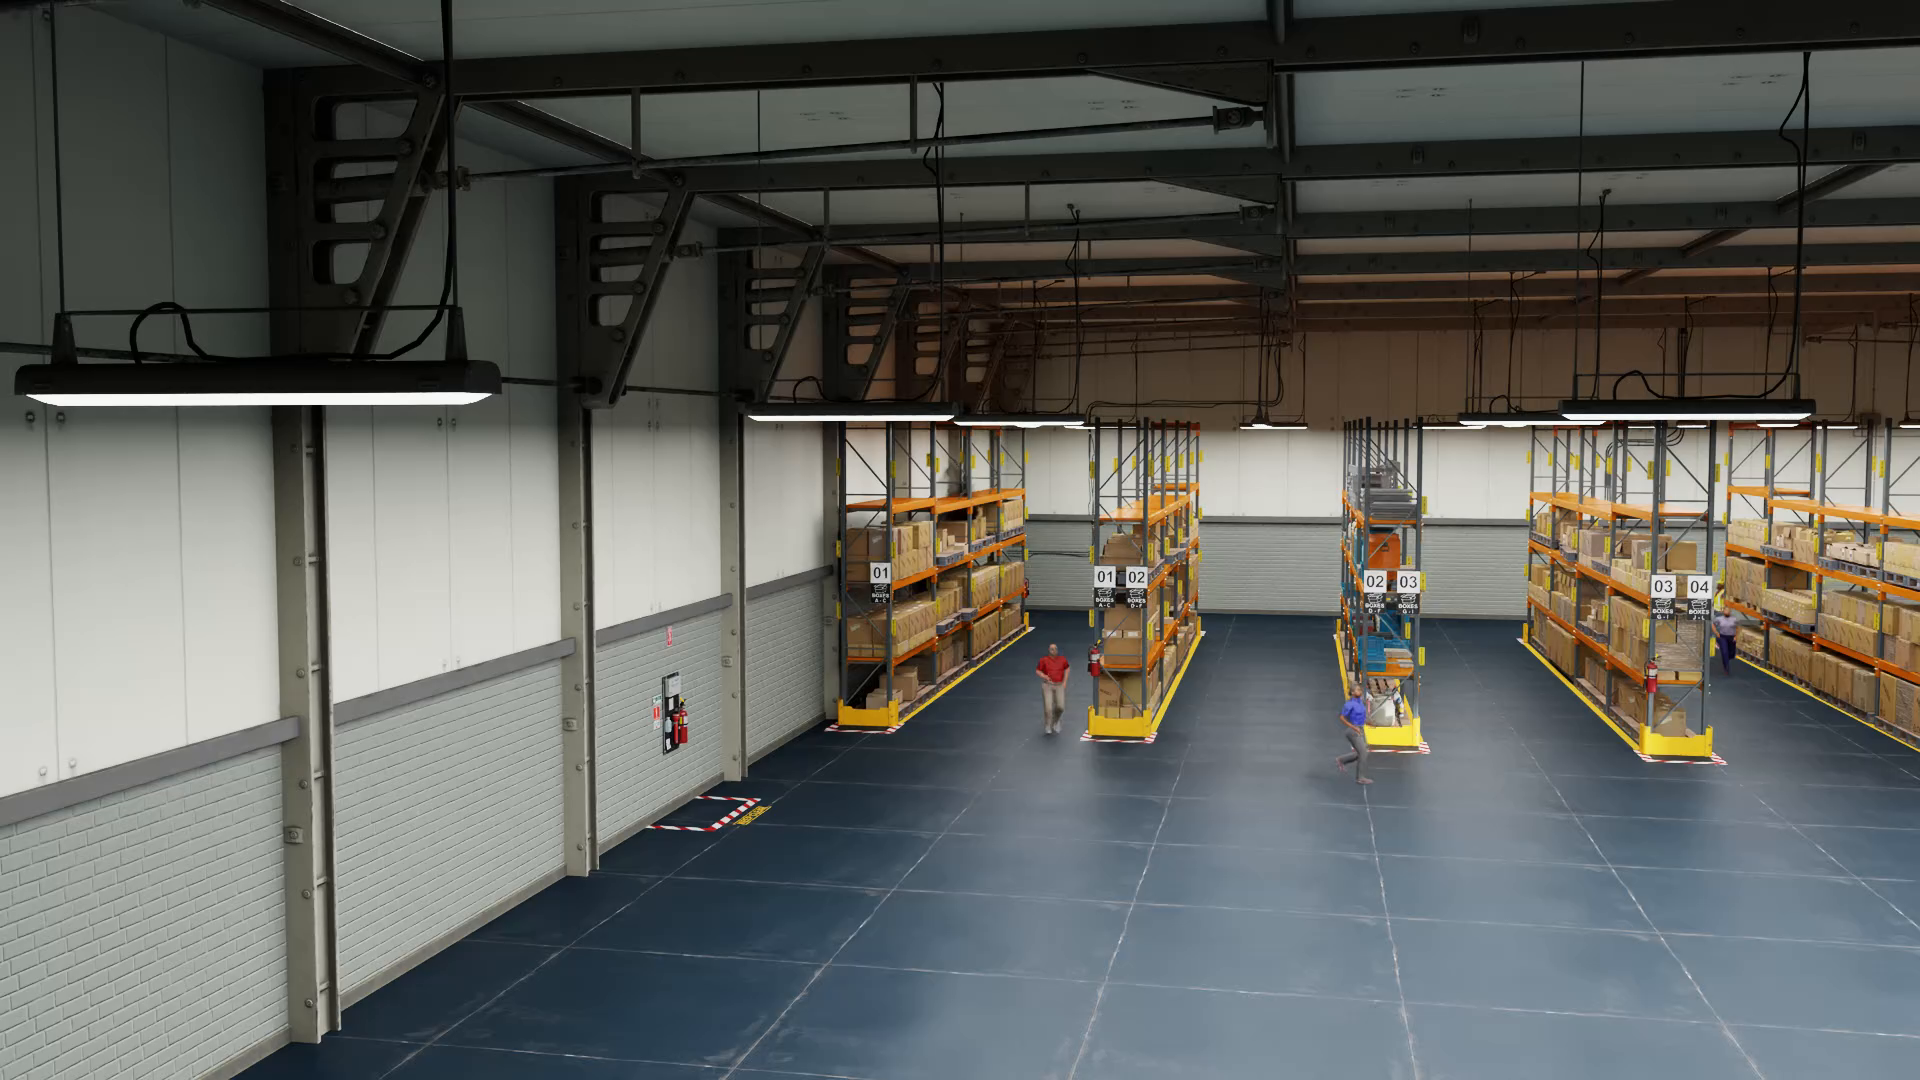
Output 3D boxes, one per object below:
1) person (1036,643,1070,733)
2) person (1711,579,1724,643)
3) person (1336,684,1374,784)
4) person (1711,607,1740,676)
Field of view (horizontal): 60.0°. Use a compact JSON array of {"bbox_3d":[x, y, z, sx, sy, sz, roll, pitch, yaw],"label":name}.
[{"bbox_3d":[1.785,2.830,31.598,0.666,1.718,0.612,0,4,-4],"label":"person"},{"bbox_3d":[20.707,1.936,45.174,0.780,1.760,0.754,0,4,-3],"label":"person"},{"bbox_3d":[6.431,3.152,27.182,0.700,1.608,0.581,3,5,40],"label":"person"},{"bbox_3d":[18.186,2.386,39.477,0.602,1.623,0.829,0,4,7],"label":"person"}]
